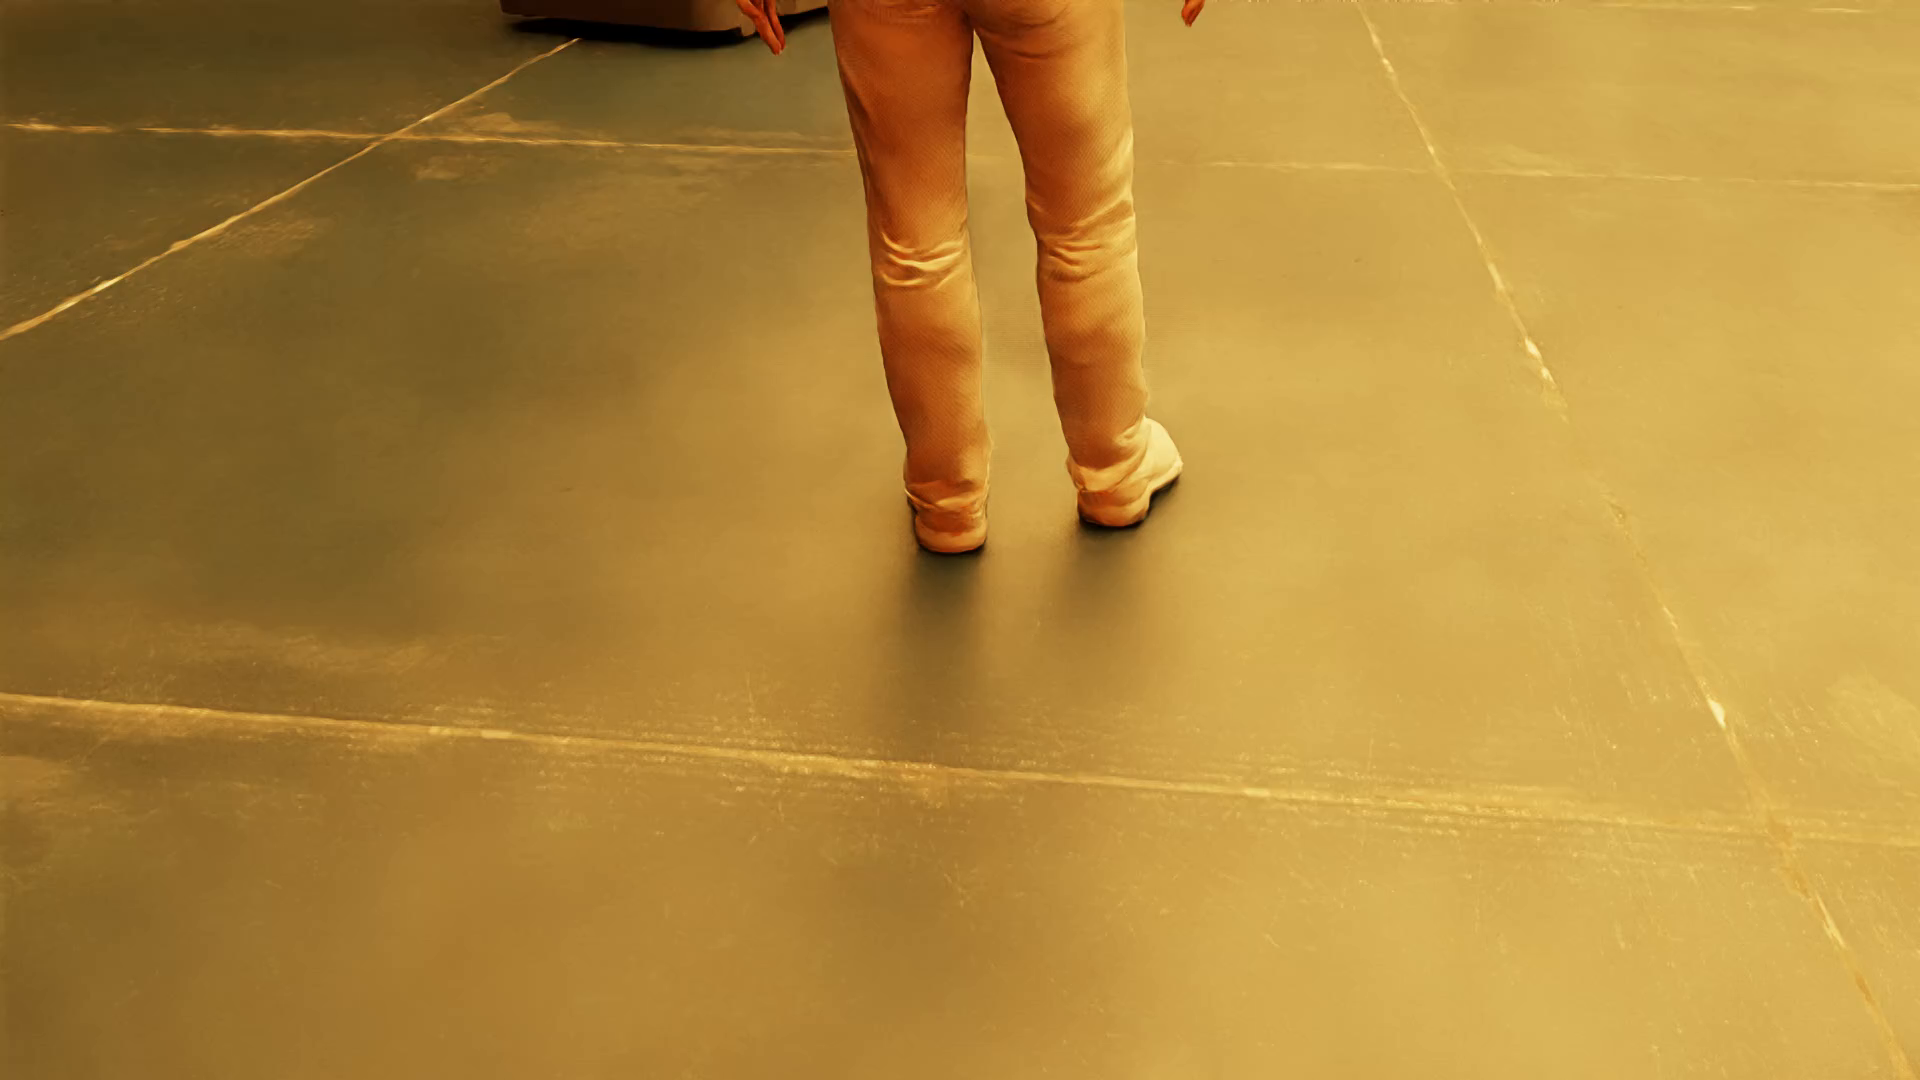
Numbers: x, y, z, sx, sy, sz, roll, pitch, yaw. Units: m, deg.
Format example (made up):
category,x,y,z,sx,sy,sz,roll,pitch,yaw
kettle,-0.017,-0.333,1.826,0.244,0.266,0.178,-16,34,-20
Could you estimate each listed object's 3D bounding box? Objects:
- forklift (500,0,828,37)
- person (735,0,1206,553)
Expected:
category,x,y,z,sx,sy,sz,roll,pitch,yaw
forklift,-0.656,-3.785,6.804,1.130,2.935,3.031,13,29,24
person,0.015,-0.827,2.164,0.665,1.766,0.576,3,27,7
